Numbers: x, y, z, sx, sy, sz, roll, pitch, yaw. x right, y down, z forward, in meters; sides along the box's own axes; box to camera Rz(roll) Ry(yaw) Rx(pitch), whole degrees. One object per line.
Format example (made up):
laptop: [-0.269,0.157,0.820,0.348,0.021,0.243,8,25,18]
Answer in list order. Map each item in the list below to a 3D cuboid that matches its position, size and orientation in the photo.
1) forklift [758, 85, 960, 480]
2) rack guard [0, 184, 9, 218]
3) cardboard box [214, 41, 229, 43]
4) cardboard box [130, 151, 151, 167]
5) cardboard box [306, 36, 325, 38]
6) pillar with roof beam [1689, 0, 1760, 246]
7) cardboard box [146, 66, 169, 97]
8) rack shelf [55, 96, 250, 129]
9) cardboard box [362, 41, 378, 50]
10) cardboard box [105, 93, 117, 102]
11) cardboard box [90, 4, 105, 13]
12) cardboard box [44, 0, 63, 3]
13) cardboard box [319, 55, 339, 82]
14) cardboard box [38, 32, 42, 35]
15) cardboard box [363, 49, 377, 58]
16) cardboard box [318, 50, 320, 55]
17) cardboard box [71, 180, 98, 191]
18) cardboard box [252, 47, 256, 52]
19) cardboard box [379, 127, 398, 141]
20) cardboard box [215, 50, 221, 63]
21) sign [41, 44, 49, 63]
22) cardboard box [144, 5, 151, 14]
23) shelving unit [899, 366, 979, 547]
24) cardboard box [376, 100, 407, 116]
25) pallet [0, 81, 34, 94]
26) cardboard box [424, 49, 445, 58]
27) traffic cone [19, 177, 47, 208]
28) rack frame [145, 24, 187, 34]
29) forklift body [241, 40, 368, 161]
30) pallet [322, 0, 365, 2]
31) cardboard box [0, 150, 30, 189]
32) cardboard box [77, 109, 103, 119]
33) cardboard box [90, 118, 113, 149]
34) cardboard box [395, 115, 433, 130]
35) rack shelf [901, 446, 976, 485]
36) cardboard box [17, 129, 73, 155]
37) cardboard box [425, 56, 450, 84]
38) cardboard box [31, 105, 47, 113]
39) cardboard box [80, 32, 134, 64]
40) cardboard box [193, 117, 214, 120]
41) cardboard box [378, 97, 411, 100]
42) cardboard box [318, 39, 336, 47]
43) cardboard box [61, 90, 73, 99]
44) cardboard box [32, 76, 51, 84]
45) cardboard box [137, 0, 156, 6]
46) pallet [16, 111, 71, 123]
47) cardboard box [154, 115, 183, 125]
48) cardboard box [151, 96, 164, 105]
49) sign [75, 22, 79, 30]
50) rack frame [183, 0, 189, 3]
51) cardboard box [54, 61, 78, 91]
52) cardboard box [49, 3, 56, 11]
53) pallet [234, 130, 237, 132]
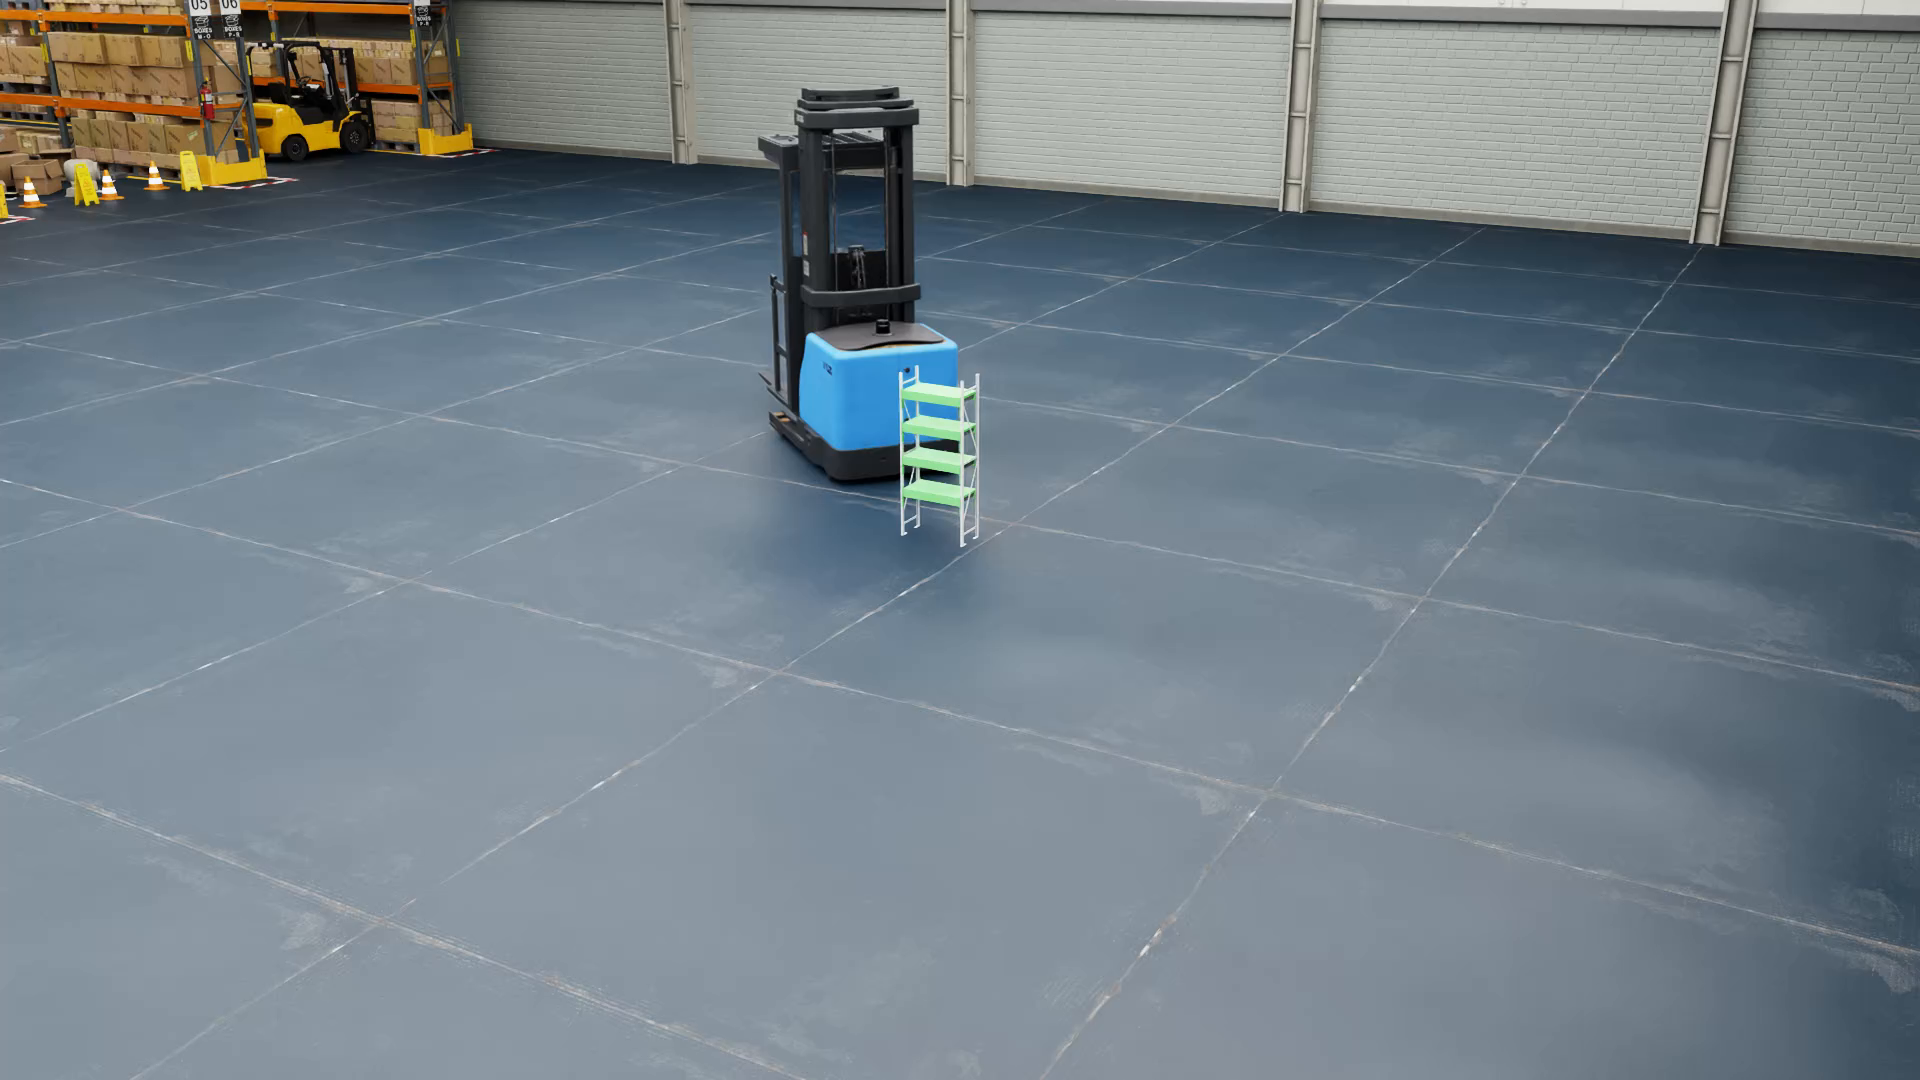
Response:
forklift: [-1.015,-2.309,13.933,1.130,2.935,3.031,-8,21,-20]
rack guard: [-15.019,-5.052,25.060,0.348,0.500,1.175,11,23,27]
cardboard box: [-15.740,-10.516,35.358,0.250,0.149,0.380,11,23,27]
cardboard box: [-14.459,-6.855,29.780,0.500,0.250,0.500,10,22,25]
cardboard box: [-13.362,-10.394,34.586,0.250,0.149,0.380,11,23,27]
pillar with roof beam: [8.388,-7.132,18.329,0.400,9.000,9.100,11,23,27]
cardboard box: [-13.757,-8.002,28.942,0.500,0.500,0.500,11,23,27]
rack shelf: [-14.460,-7.716,29.793,4.000,0.370,1.077,11,23,27]
cardboard box: [-11.646,-9.830,33.031,0.250,0.149,0.380,11,23,29]
cardboard box: [-14.975,-7.906,29.628,0.250,0.149,0.380,11,23,28]
cardboard box: [-14.971,-9.314,29.112,0.250,0.149,0.380,10,22,26]
cardboard box: [-15.955,-9.712,29.624,0.500,0.250,0.500,10,22,26]
cardboard box: [-12.623,-9.595,33.772,0.500,0.500,0.500,11,22,27]
cardboard box: [-20.459,-11.293,37.836,0.500,0.500,0.700,11,23,29]
cardboard box: [-11.637,-9.696,33.099,0.250,0.149,0.380,10,22,26]
cardboard box: [-12.763,-9.901,33.664,0.250,0.149,0.380,11,22,27]
cardboard box: [-14.842,-5.998,28.183,0.380,0.149,0.250,-11,23,-29]
cardboard box: [-14.617,-10.302,34.768,0.250,0.149,0.380,11,23,27]
cardboard box: [-11.290,-8.175,33.418,0.500,0.250,0.500,11,23,27]
cardboard box: [-15.669,-10.295,35.334,0.500,0.250,0.500,11,23,28]
sign: [-16.473,-8.765,29.933,0.005,0.325,0.100,11,23,27]
cardboard box: [-13.799,-9.138,28.627,0.250,0.149,0.380,11,23,28]
shelving unit: [-0.145,-0.592,11.736,0.503,1.200,0.258,11,23,27]
cardboard box: [-11.299,-8.642,33.240,0.500,0.250,0.500,11,23,28]
pallet: [-17.950,-8.645,31.580,1.213,0.211,1.003,11,23,27]
cardboard box: [-10.466,-9.686,33.070,0.250,0.149,0.380,10,22,26]
traffic cone: [-14.811,-5.550,26.486,0.334,0.463,0.336,11,23,27]
rack frame: [-17.280,-10.531,36.497,0.127,3.000,1.000,11,23,27]
forklift body: [-12.841,-8.573,32.346,1.214,2.155,2.313,11,23,27]
pallet: [-11.970,-10.896,33.236,1.213,0.211,1.003,11,23,27]
cardboard box: [-16.302,-6.304,28.306,0.503,0.637,0.797,11,23,27]
cardboard box: [-15.742,-7.732,30.148,0.250,0.149,0.380,11,23,28]
cardboard box: [-15.349,-7.380,30.129,0.500,0.500,0.500,12,23,29]
cardboard box: [-10.874,-8.328,33.108,0.500,0.250,0.500,10,22,27]
rack shelf: [-0.145,-0.532,11.758,0.480,0.148,0.258,11,23,27]
cardboard box: [-17.294,-7.554,31.529,0.625,0.372,0.950,12,23,31]
cardboard box: [-10.593,-9.412,33.267,0.500,0.500,0.500,12,23,29]
cardboard box: [-21.402,-10.058,38.759,0.250,0.149,0.380,10,22,26]
cardboard box: [-15.067,-8.723,29.465,0.500,0.500,0.700,10,22,26]
cardboard box: [-16.168,-9.397,36.240,0.625,0.625,0.875,12,23,29]
cardboard box: [-11.493,-8.880,33.896,0.500,0.250,0.500,11,22,27]
cardboard box: [-12.741,-10.051,33.640,0.250,0.149,0.380,10,22,26]
cardboard box: [-16.087,-8.121,30.223,0.250,0.149,0.380,11,23,27]
cardboard box: [-16.790,-8.470,30.568,0.250,0.149,0.380,11,23,28]
cardboard box: [-13.724,-9.294,28.473,0.500,0.250,0.500,10,22,27]
pallet: [-21.372,-9.999,39.122,1.213,0.211,1.003,11,23,27]
cardboard box: [-13.893,-7.381,29.179,0.250,0.149,0.380,12,23,29]
cardboard box: [-13.873,-7.694,29.046,0.250,0.149,0.380,11,23,28]
sign: [-20.505,-11.906,38.590,0.005,0.325,0.100,11,23,27]
rack frame: [-12.714,-10.542,27.731,0.127,3.000,1.000,11,23,27]
cardboard box: [-15.958,-8.418,30.089,0.500,0.500,0.500,11,23,27]
cardboard box: [-16.052,-9.553,29.771,0.250,0.149,0.380,10,22,26]
pallet: [-16.581,-9.071,36.563,1.213,0.211,1.003,11,23,27]
